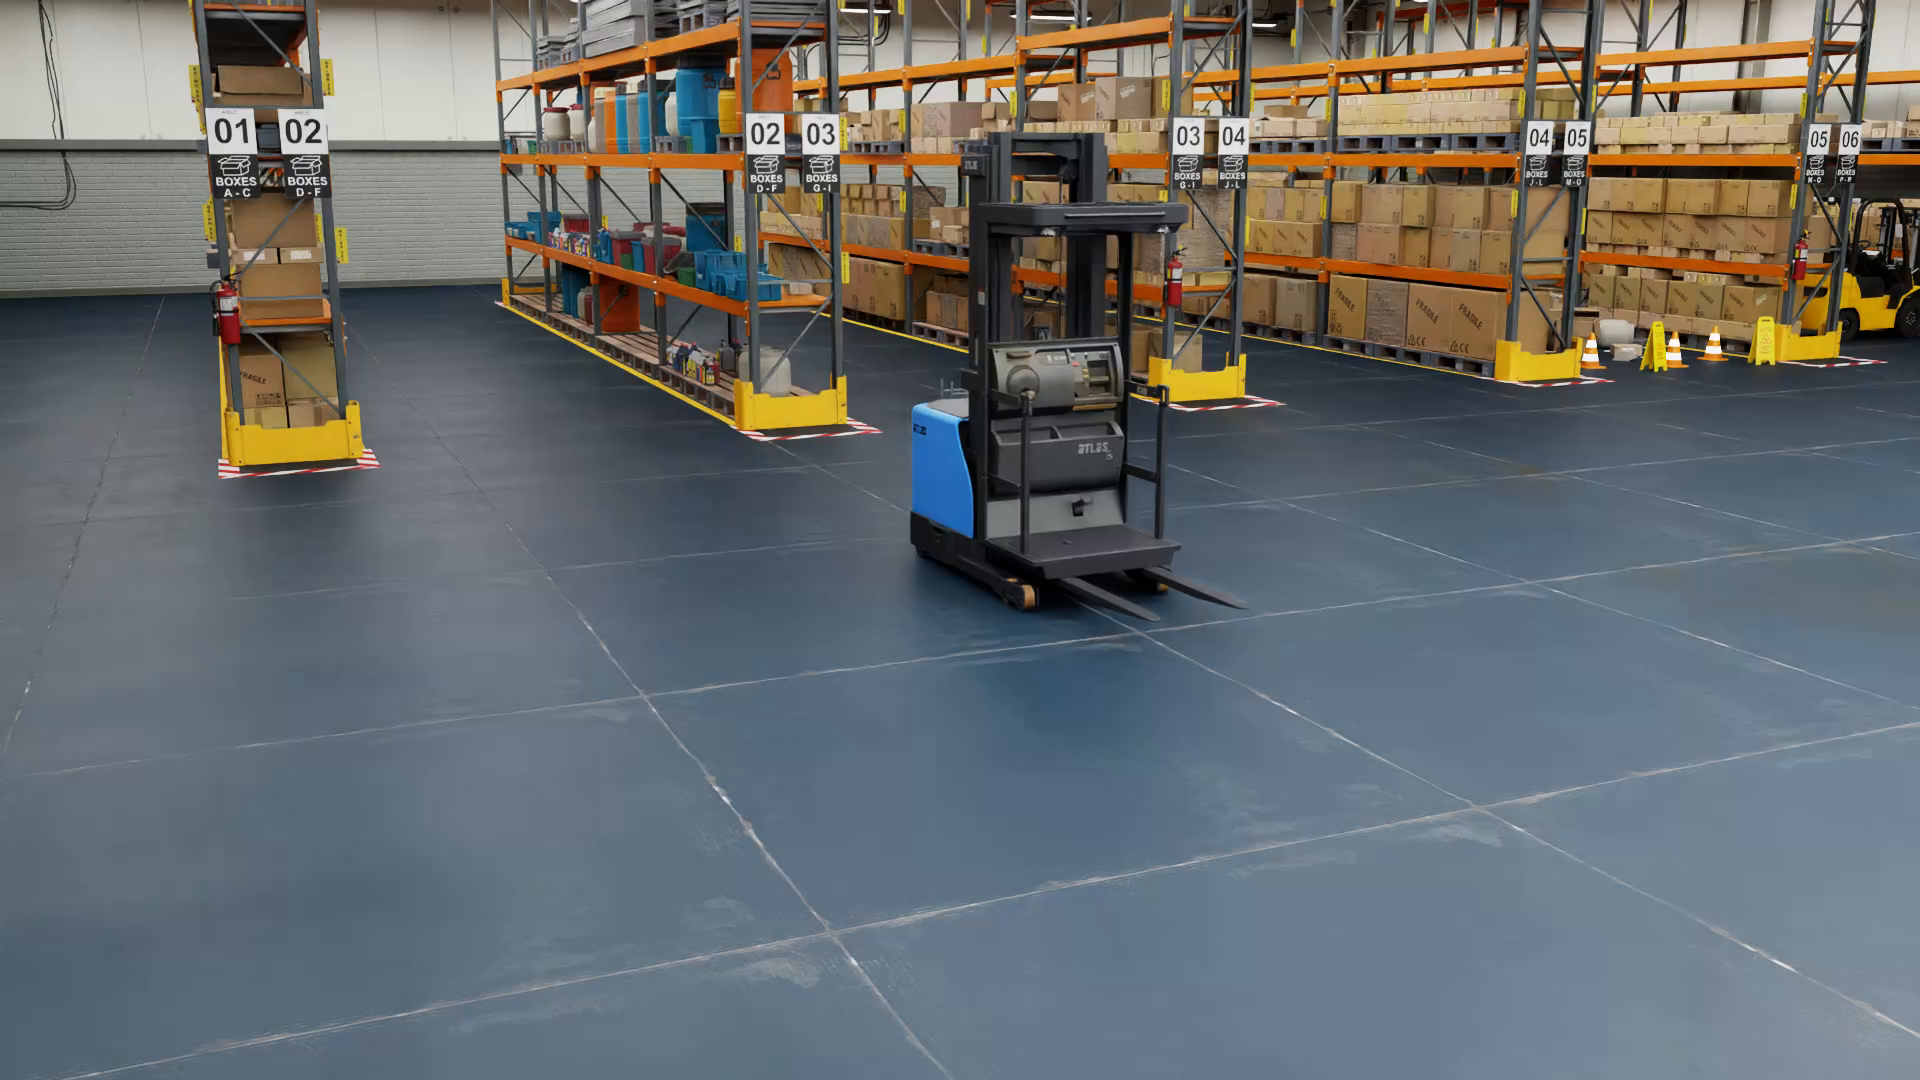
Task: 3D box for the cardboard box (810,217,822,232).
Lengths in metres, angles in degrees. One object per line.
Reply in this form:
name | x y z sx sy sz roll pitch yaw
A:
cardboard box | -2.404 -5.741 30.196 0.500 0.250 0.500 -6 14 -24

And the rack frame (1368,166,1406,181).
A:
rack frame | 10.038 -7.772 39.299 1.000 3.000 0.127 -6 14 -23

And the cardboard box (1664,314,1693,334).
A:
cardboard box | 10.916 -3.241 24.886 0.500 0.250 0.500 -6 14 -25

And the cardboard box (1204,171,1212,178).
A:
cardboard box | 5.549 -7.965 36.254 0.380 0.149 0.250 -5 14 -21

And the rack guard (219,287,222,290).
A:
rack guard | -12.636 -4.301 29.842 1.175 0.500 0.348 -6 14 -23

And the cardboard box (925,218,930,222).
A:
cardboard box | -0.329 -4.949 26.879 0.500 0.500 0.500 -5 14 -21

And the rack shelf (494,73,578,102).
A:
rack shelf | -7.326 -7.945 29.223 1.077 0.370 4.000 -6 14 -23

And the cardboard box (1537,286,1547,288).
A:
cardboard box | 9.515 -4.168 28.623 0.950 0.372 0.625 -5 14 -21

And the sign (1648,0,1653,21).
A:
sign | 10.803 -8.305 26.051 0.100 0.325 0.005 -6 14 -23

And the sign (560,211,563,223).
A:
sign | -7.629 -6.113 31.769 0.100 0.325 0.005 -6 14 -23

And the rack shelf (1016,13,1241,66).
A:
rack shelf | 2.020 -6.106 20.399 1.077 0.370 4.000 -6 14 -23

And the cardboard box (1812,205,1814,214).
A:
cardboard box | 14.505 -5.708 28.721 0.380 0.149 0.250 -5 14 -21

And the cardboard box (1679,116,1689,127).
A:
cardboard box | 10.824 -6.163 24.483 0.380 0.149 0.250 -5 14 -22

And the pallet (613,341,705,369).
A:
pallet | -4.163 -2.554 22.937 1.003 0.211 1.213 -6 14 -23

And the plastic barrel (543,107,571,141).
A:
plastic barrel | -6.543 -6.755 27.019 0.433 0.535 0.433 0 13 0

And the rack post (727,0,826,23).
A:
rack post | -1.904 -5.522 17.380 0.937 0.300 0.954 -4 14 -17

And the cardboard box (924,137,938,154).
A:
cardboard box | -0.224 -5.937 25.051 0.500 0.250 0.500 -5 14 -22

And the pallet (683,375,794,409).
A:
pallet | -2.596 -1.748 19.454 1.003 0.211 1.213 -6 14 -23

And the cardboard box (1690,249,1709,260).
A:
cardboard box | 10.979 -4.211 24.469 0.380 0.149 0.250 -6 14 -24

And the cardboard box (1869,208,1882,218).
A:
cardboard box | 15.101 -5.351 27.179 0.380 0.149 0.250 -6 14 -24

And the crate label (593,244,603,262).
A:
crate label | -5.097 -4.125 23.913 0.303 0.233 0.416 -6 14 -23

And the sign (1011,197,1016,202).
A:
sign | 0.711 -4.462 22.429 0.100 0.325 0.005 -6 14 -23

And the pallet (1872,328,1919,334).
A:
pallet | 15.618 -3.514 27.085 1.003 0.211 1.213 -6 14 -23

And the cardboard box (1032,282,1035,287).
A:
cardboard box | 1.672 -5.168 33.440 0.380 0.149 0.250 -5 14 -22

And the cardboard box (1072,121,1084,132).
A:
cardboard box | 1.623 -5.170 20.853 0.380 0.149 0.250 -6 14 -24

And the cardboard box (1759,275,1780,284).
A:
cardboard box | 14.626 -4.447 29.269 0.875 0.625 0.625 -5 14 -20

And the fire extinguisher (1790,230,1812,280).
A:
fire extinguisher | 11.524 -3.915 22.803 0.296 0.674 0.183 -6 14 -23

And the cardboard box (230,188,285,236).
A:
cardboard box | -7.273 -3.437 17.467 0.700 0.500 0.500 -6 14 -23

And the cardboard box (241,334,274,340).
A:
cardboard box | -7.358 -1.851 17.220 0.500 0.500 0.500 -6 14 -23

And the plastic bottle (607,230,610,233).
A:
plastic bottle | -5.501 -4.701 26.137 0.144 0.351 0.185 -6 14 -23

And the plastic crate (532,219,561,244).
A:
plastic crate | -7.024 -5.241 28.266 0.392 0.384 0.575 -6 14 -23

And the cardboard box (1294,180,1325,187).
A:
cardboard box | 7.007 -6.916 33.159 0.500 0.500 0.500 -5 14 -22

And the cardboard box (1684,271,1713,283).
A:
cardboard box | 10.931 -3.882 24.557 0.380 0.149 0.250 -5 14 -21

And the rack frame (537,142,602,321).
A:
rack frame | -6.524 -5.154 27.988 1.000 3.000 0.127 -6 14 -23

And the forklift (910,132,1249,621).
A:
forklift | 0.735 -1.096 10.603 1.130 2.935 3.031 -6 14 -25

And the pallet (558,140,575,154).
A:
pallet | -5.664 -6.136 25.998 1.003 0.211 1.213 -6 14 -23

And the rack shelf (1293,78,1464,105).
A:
rack shelf | 7.895 -8.461 31.452 1.077 0.370 4.000 -6 14 -23

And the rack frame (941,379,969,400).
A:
rack frame | -0.031 -0.600 12.303 0.240 1.200 0.006 -6 14 -23

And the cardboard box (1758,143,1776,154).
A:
cardboard box | 11.372 -5.453 23.185 0.380 0.149 0.250 -6 14 -23

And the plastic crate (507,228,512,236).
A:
plastic crate | -8.277 -5.727 30.914 0.250 0.136 0.298 -6 14 -23

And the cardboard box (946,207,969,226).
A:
cardboard box | 0.184 -4.814 25.365 0.700 0.500 0.500 -3 13 -15

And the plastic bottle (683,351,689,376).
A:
plastic bottle | -3.273 -2.111 19.888 0.061 0.283 0.133 -5 14 -20

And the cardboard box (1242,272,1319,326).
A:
cardboard box | 5.089 -3.804 26.213 1.050 0.750 0.750 -6 14 -23

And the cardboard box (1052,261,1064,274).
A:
cardboard box | 1.414 -3.547 21.599 0.380 0.149 0.250 -6 14 -23

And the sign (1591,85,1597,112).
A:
sign | 7.917 -5.524 20.819 0.100 0.325 0.005 -6 14 -23

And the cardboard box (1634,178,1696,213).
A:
cardboard box | 10.637 -5.200 25.088 0.700 0.500 0.500 -6 14 -24

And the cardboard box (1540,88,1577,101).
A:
cardboard box | 7.564 -5.628 21.018 0.380 0.149 0.250 -5 14 -22

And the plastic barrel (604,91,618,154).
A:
plastic barrel | -4.530 -5.674 22.629 0.600 0.830 0.708 -6 14 -23

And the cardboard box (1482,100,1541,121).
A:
cardboard box | 6.954 -5.412 20.968 0.500 0.250 0.500 -5 14 -22

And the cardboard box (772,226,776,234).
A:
cardboard box | -3.436 -6.043 32.385 0.380 0.149 0.250 -6 14 -24

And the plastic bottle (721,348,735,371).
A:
plastic bottle | -2.847 -2.224 20.390 0.152 0.276 0.135 -6 14 -23

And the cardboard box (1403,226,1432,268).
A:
cardboard box | 6.616 -4.040 22.839 0.875 0.550 0.500 -6 14 -23

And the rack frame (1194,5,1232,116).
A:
rack frame | 5.492 -10.246 36.682 1.000 3.000 0.127 -6 14 -23

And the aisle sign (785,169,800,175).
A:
aisle sign | -3.342 -7.737 33.379 0.394 0.787 0.004 -6 14 -23

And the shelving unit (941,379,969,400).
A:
shelving unit | 0.006 -0.582 12.222 0.258 1.200 0.189 -6 14 -23

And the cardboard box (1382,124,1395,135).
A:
cardboard box | 6.047 -5.652 22.891 0.380 0.149 0.250 -6 14 -24
